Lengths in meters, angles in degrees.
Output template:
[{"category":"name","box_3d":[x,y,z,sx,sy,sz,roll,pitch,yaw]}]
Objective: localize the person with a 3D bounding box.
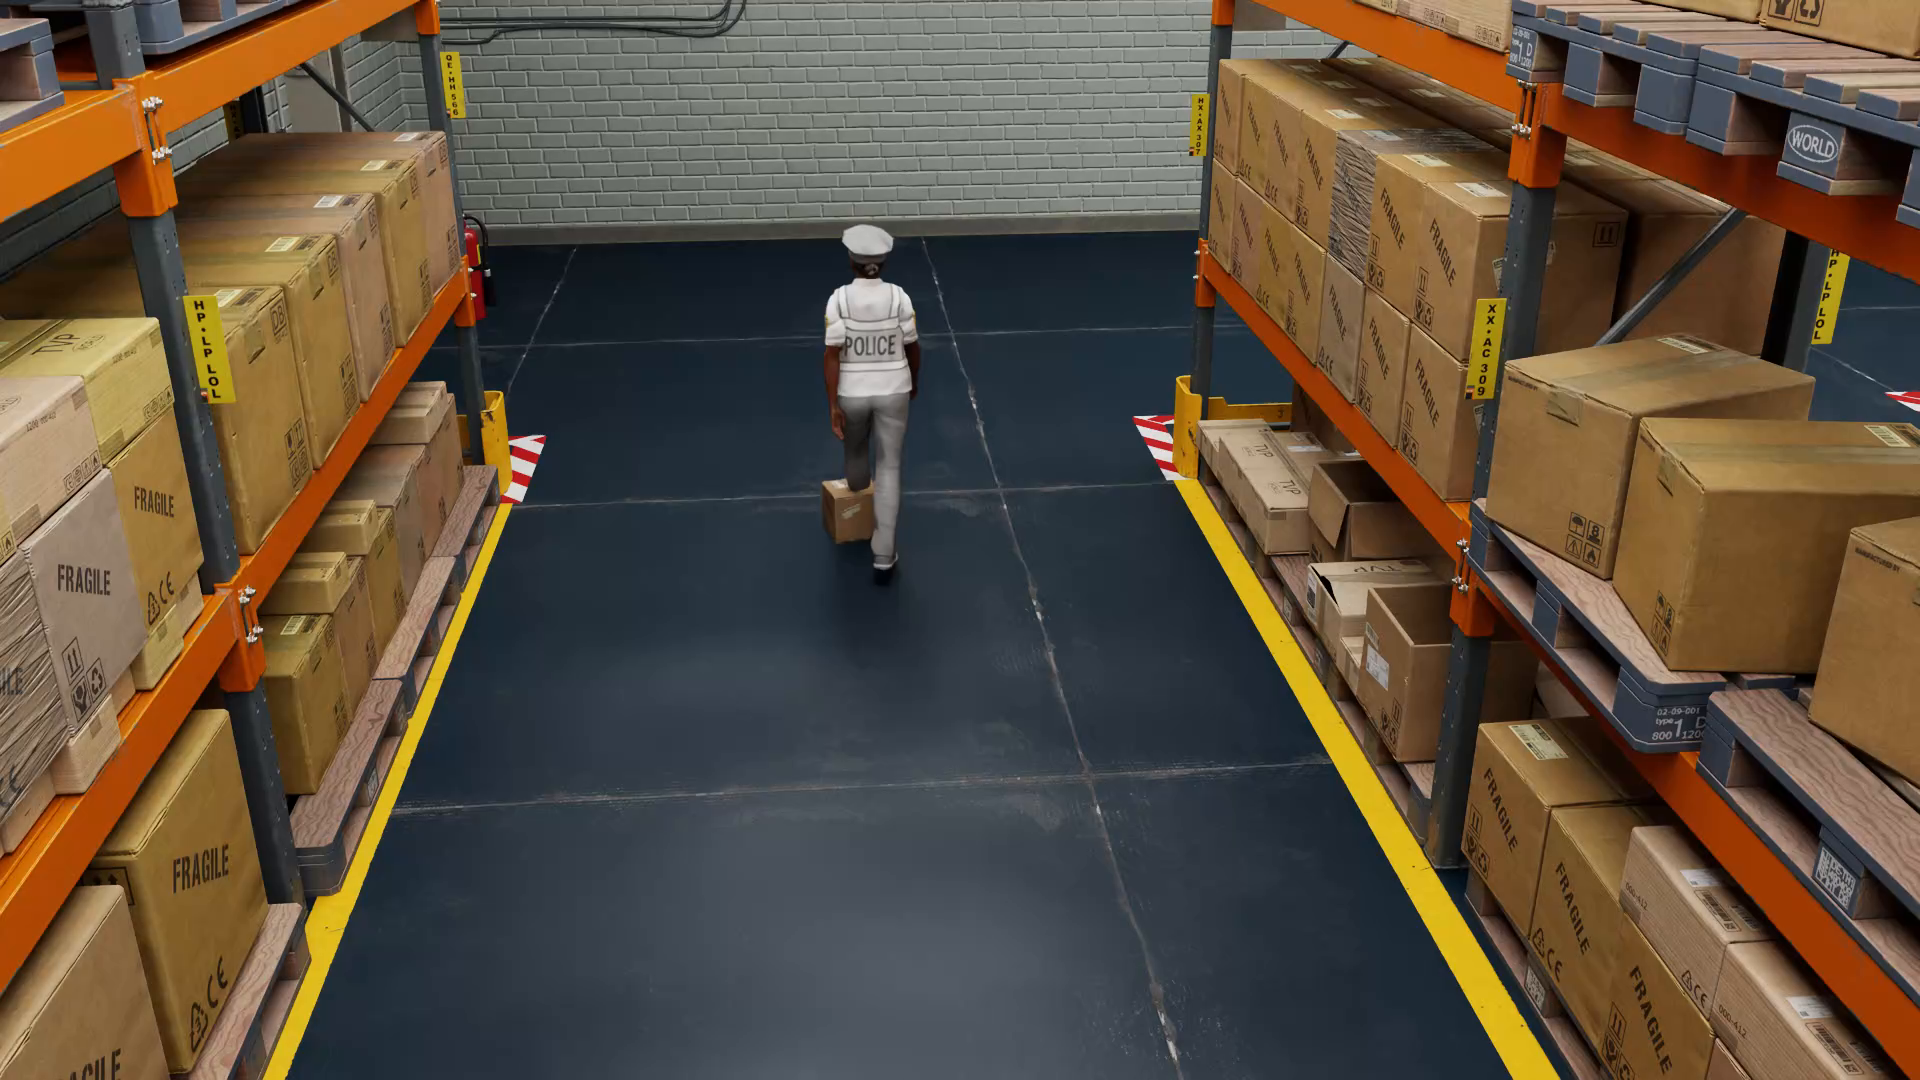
[{"category":"person","box_3d":[-0.430,-0.750,8.259,0.474,1.615,1.030,-1,24,-1]}]
